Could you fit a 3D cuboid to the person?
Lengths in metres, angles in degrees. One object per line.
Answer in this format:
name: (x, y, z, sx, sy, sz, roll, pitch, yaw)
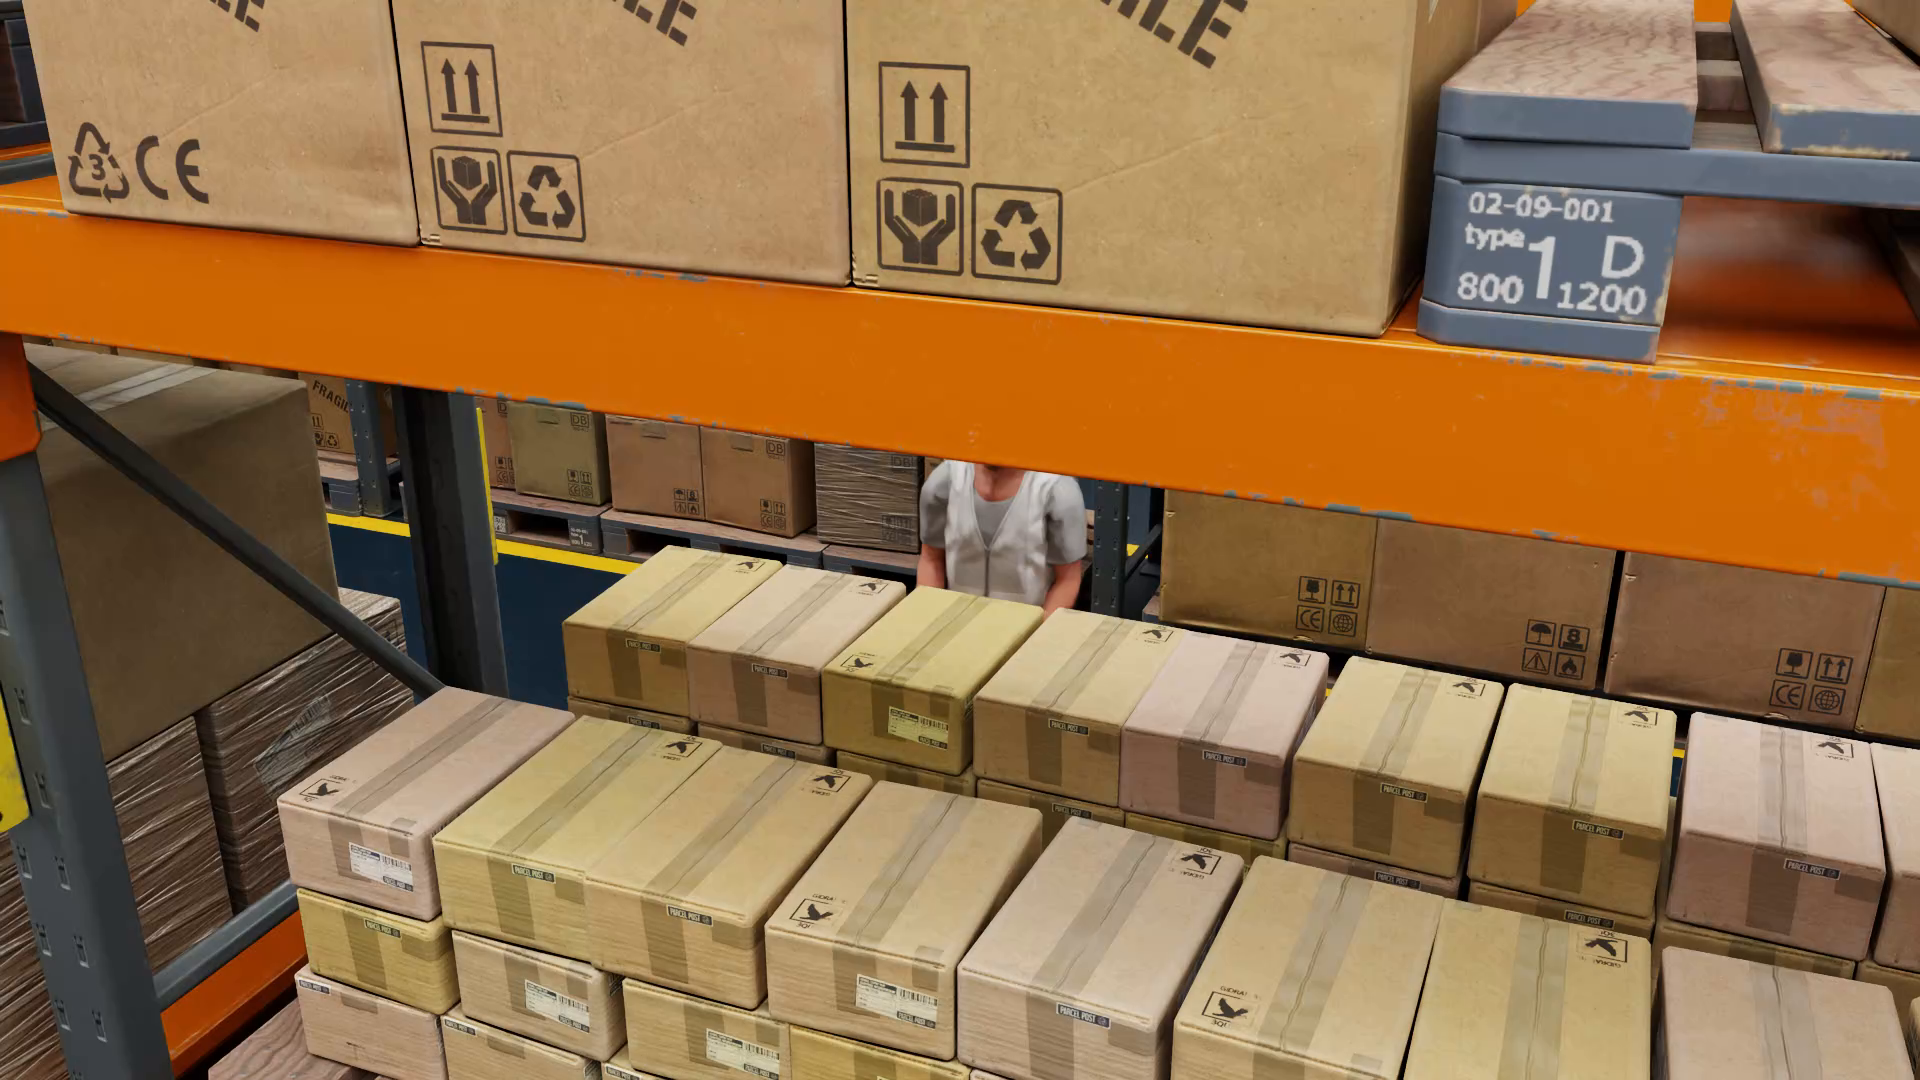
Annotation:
person: (0.109, 0.344, 5.209, 0.535, 1.792, 0.462, 8, 24, 19)
